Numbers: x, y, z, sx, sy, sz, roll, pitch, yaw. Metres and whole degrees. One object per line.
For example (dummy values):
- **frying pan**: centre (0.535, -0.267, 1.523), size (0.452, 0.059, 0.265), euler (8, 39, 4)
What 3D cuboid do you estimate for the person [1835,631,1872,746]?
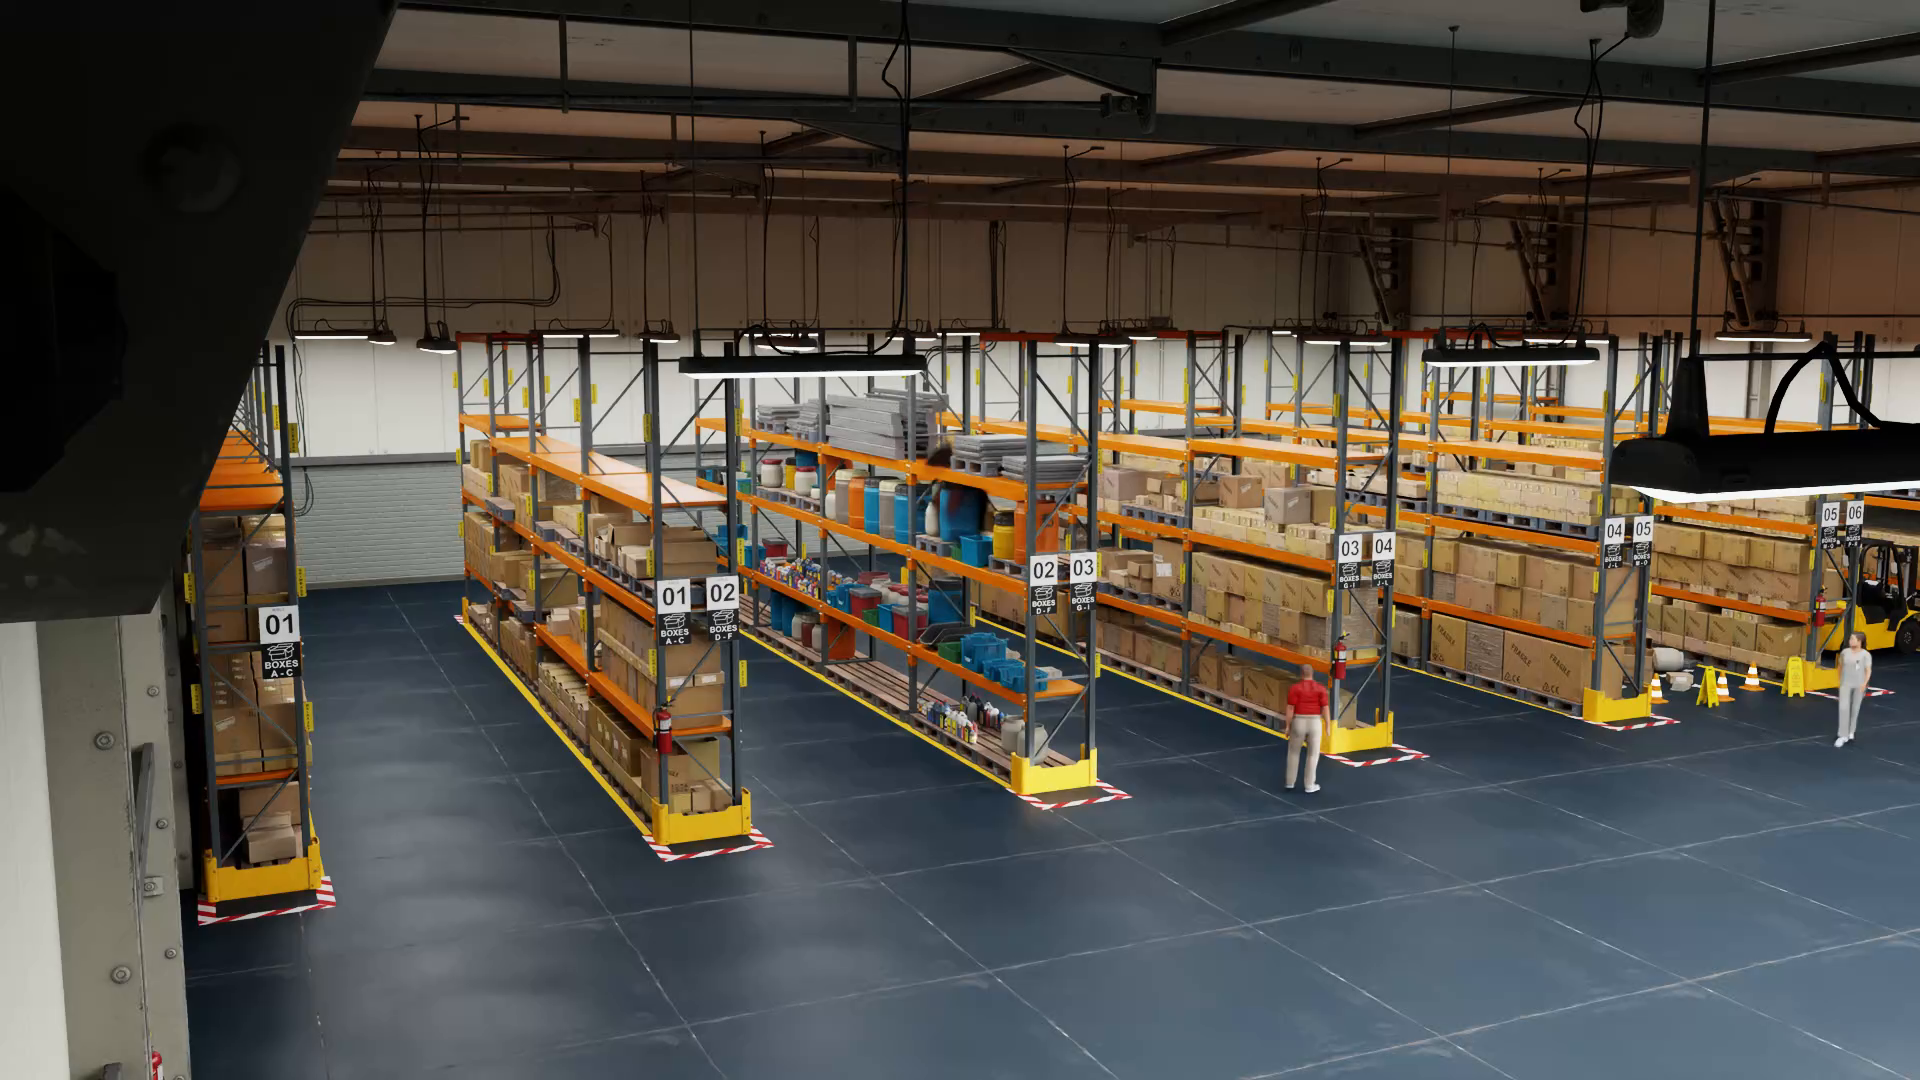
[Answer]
- **person**: centre (13.259, 2.191, 24.674), size (0.441, 1.652, 0.788), euler (3, 8, 24)

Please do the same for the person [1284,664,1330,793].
- **person**: centre (4.646, 2.512, 22.221), size (0.594, 1.767, 0.460), euler (2, 8, 14)
